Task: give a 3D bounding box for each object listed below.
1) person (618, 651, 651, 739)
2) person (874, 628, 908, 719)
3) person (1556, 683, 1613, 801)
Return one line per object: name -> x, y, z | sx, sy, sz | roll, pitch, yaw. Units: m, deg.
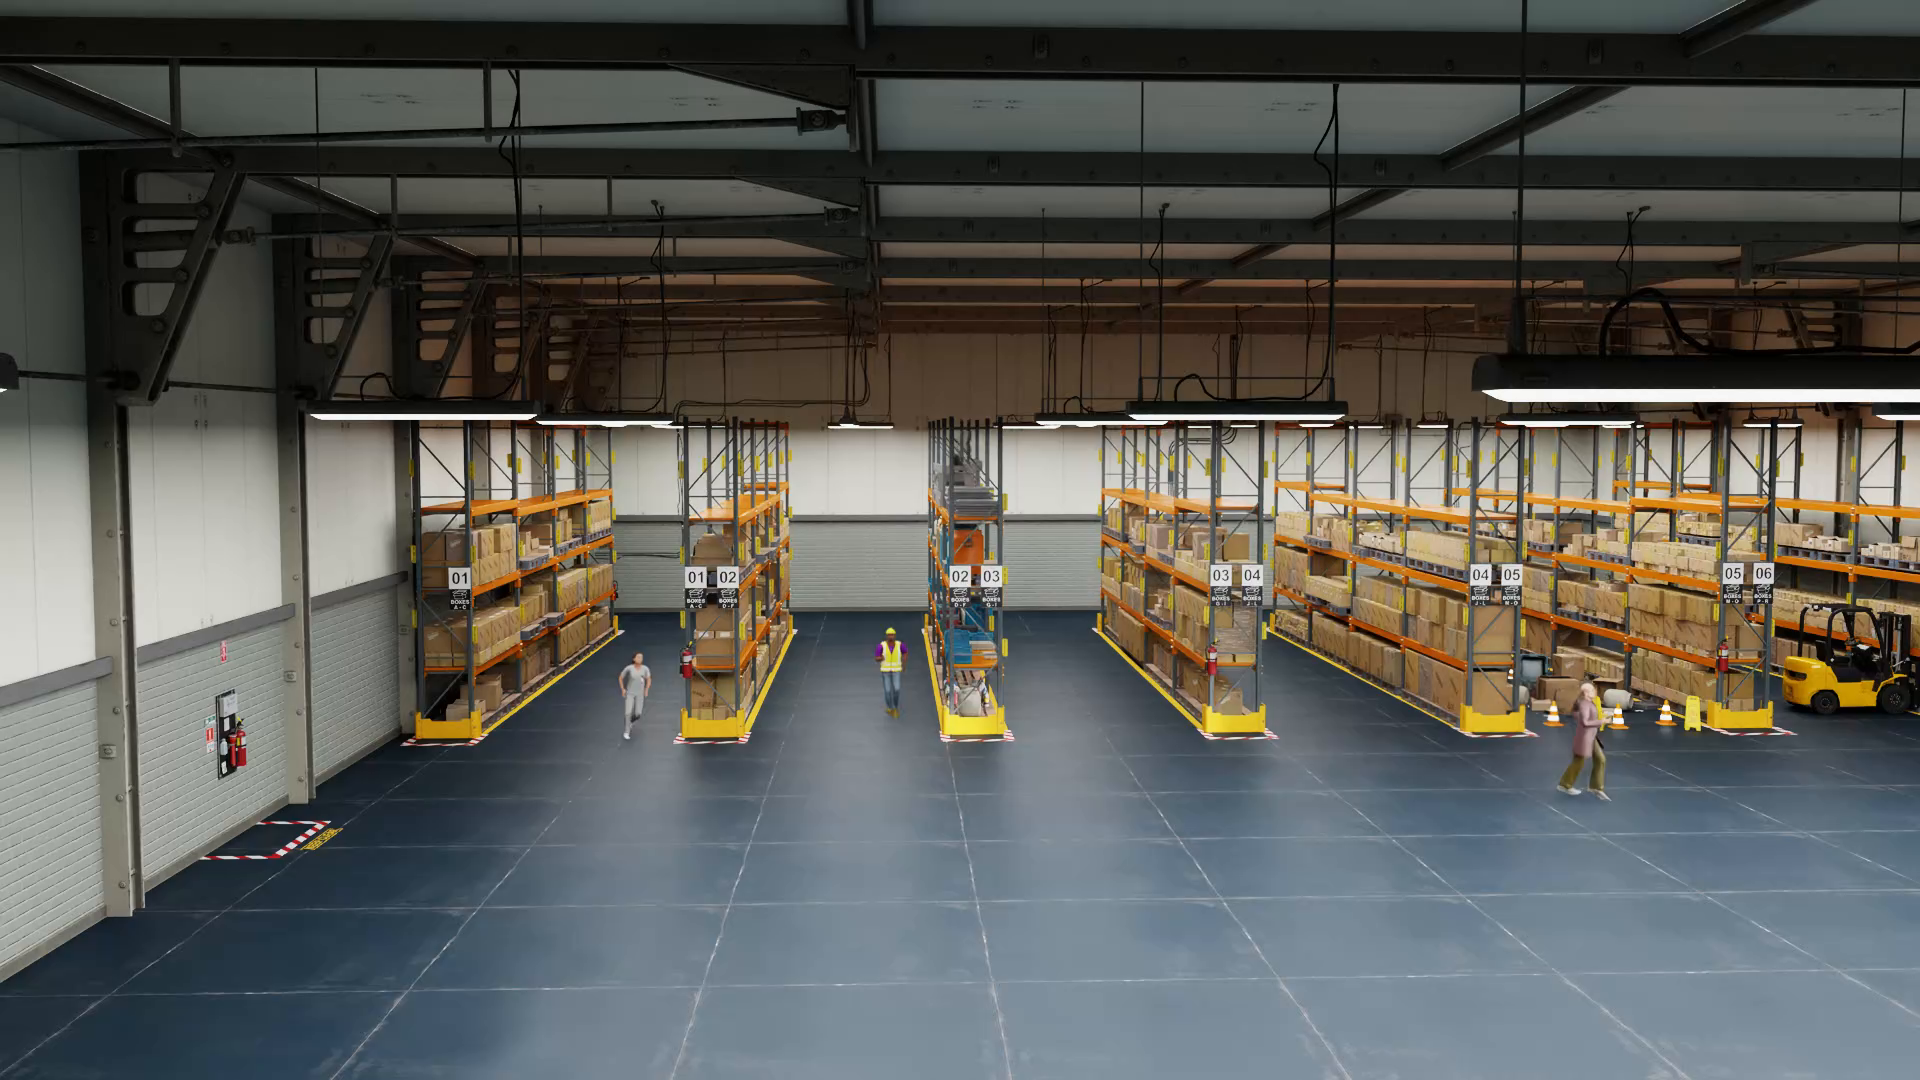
person -> -6.094, 2.896, 31.199 | 0.609, 1.627, 0.554 | -1, 4, -19
person -> -1.378, 2.670, 33.347 | 0.673, 1.812, 0.706 | 0, 4, -1
person -> 9.732, 3.141, 25.877 | 0.811, 1.837, 0.699 | 2, 4, 31
